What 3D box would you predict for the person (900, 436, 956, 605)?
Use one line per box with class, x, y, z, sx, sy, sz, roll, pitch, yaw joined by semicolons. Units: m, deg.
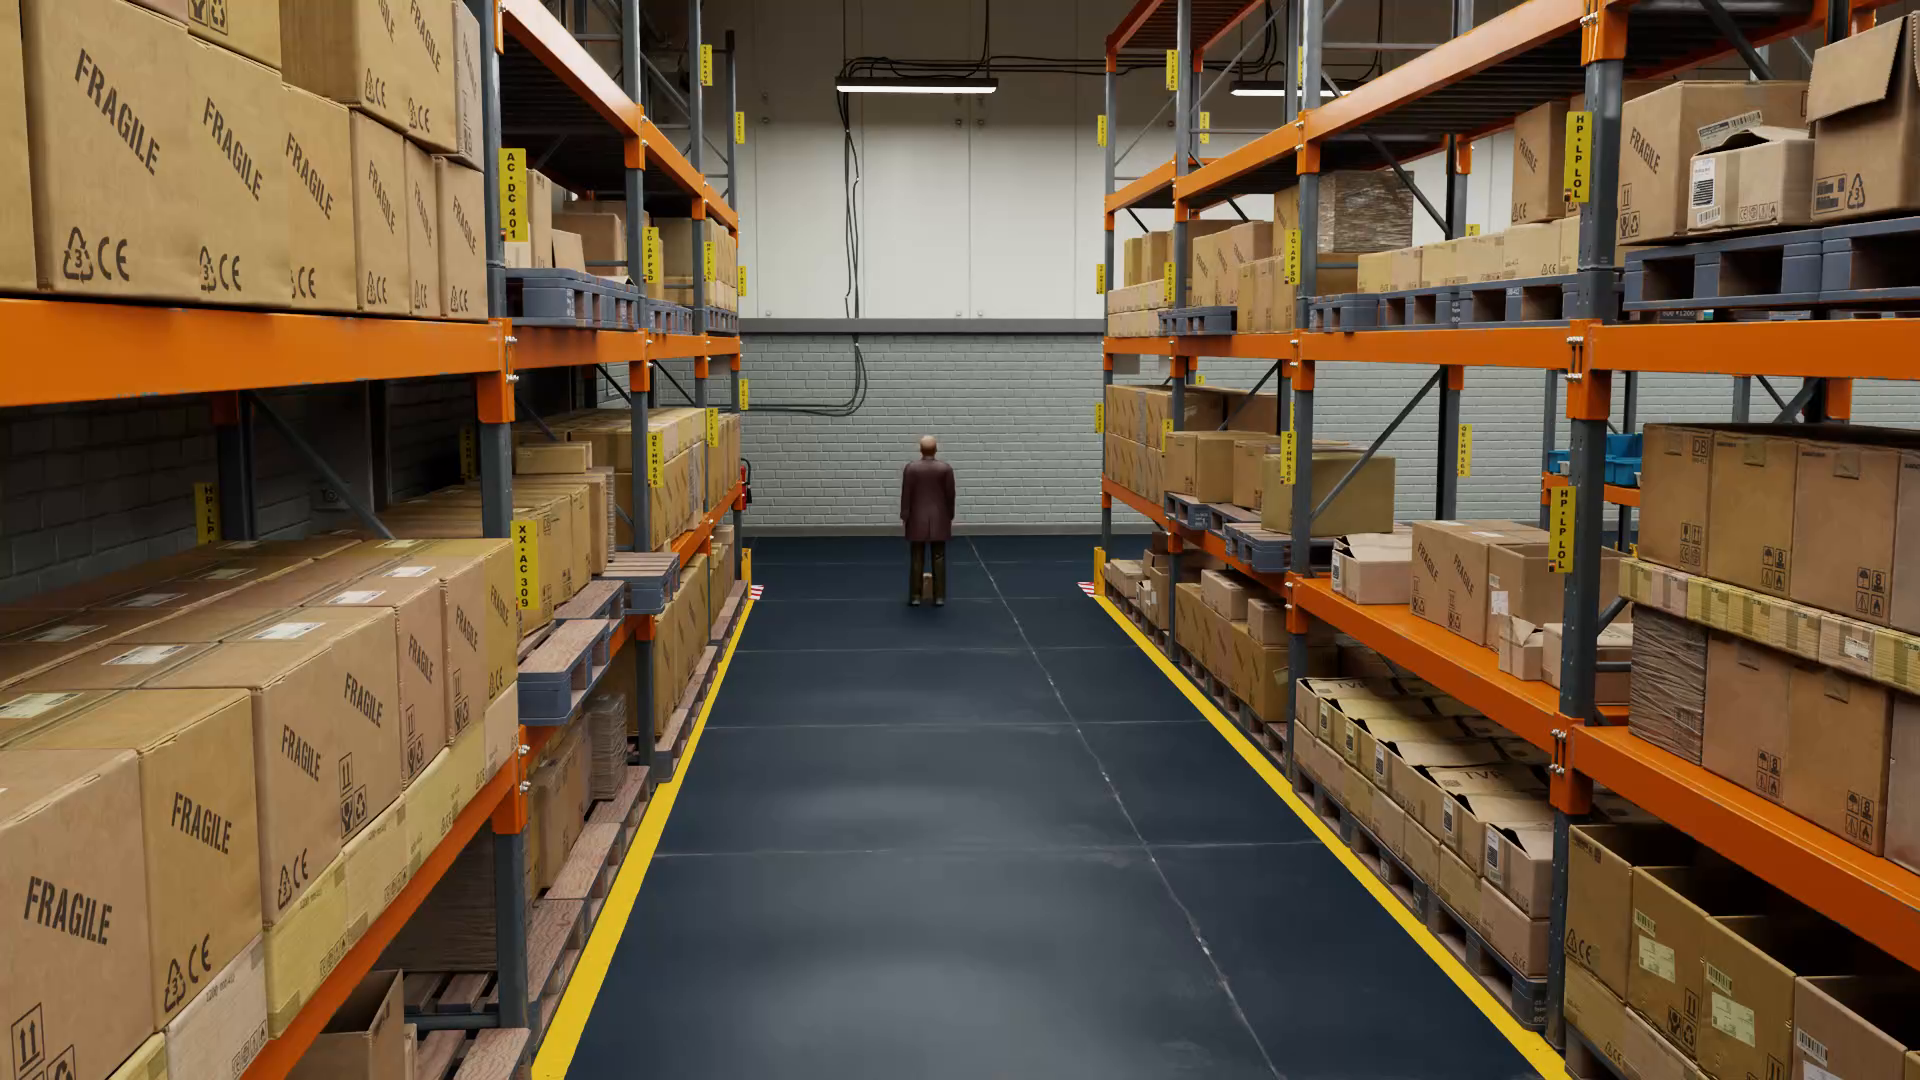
person;-0.342;-0.206;17.504;0.583;1.791;0.405;0;7;-3
